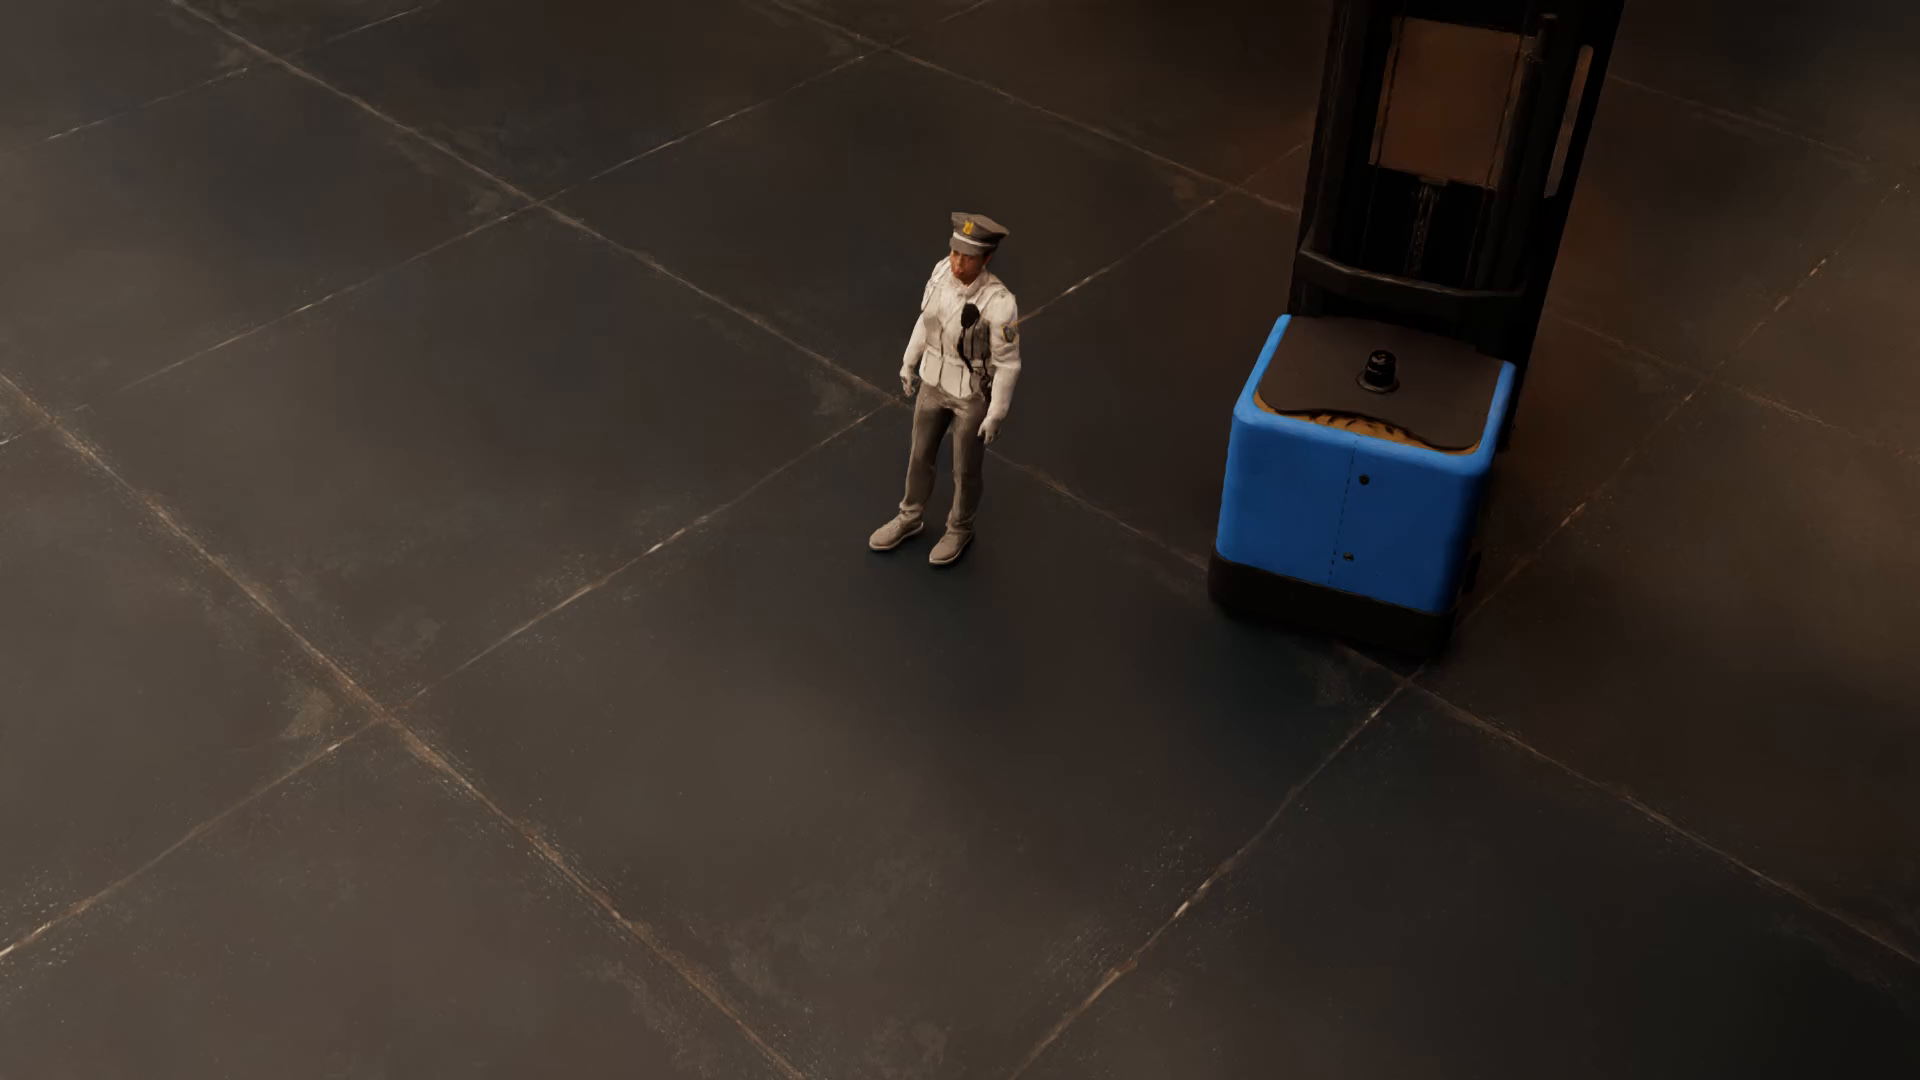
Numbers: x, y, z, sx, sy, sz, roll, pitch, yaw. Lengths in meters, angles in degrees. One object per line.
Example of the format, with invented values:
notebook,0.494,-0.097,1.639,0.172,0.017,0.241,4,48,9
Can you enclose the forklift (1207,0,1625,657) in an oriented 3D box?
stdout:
forklift,2.117,-1.587,7.277,1.130,2.935,3.031,15,43,17

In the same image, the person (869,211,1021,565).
person,-0.051,-0.619,7.088,0.586,1.695,0.533,31,49,31
